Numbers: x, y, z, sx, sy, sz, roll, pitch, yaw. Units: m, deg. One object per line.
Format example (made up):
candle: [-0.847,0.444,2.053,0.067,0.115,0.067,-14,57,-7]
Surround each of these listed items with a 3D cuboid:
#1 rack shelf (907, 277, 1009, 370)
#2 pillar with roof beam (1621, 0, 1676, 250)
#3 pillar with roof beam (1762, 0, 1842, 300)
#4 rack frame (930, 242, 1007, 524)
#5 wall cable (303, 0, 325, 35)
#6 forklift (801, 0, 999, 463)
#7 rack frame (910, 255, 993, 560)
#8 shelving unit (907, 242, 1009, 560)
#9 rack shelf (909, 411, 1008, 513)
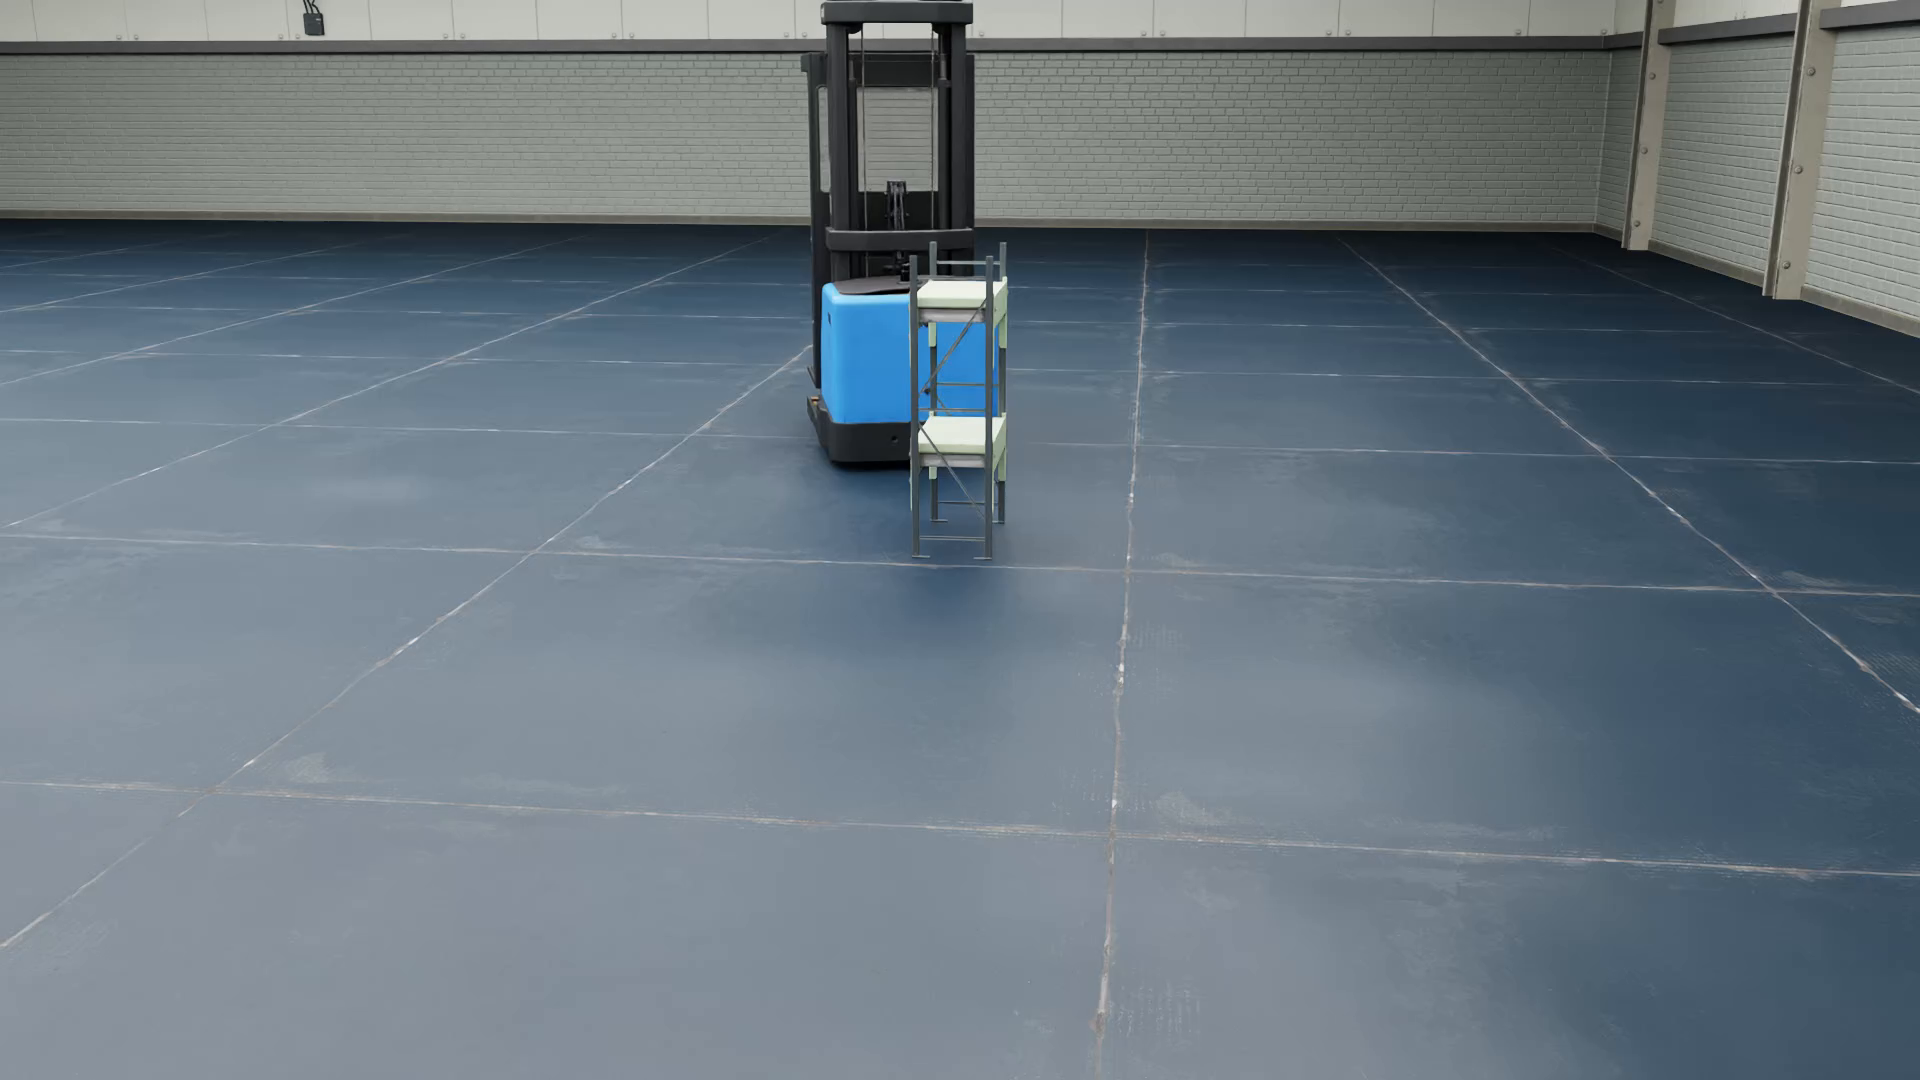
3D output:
rack shelf: [0.001,-1.102,8.371,0.431,0.370,0.720,2,15,6]
pillar with roof beam: [5.709,-8.776,23.876,9.100,9.000,0.400,2,15,6]
pillar with roof beam: [5.032,-7.219,18.121,9.100,9.000,0.400,2,15,6]
rack frame: [0.042,-0.821,8.824,0.400,1.500,0.023,2,15,6]
wall cable: [-10.235,-11.660,28.027,2.305,6.003,0.169,2,15,6]
forklift: [-0.485,-2.227,11.281,1.130,2.935,3.031,-2,15,-9]
rack frame: [-0.041,-0.631,8.122,0.400,1.500,0.023,2,15,6]
shelving unit: [0.001,-0.726,8.473,0.431,1.500,0.755,2,15,6]
rack shelf: [0.001,-0.411,8.558,0.431,0.370,0.720,2,15,6]
